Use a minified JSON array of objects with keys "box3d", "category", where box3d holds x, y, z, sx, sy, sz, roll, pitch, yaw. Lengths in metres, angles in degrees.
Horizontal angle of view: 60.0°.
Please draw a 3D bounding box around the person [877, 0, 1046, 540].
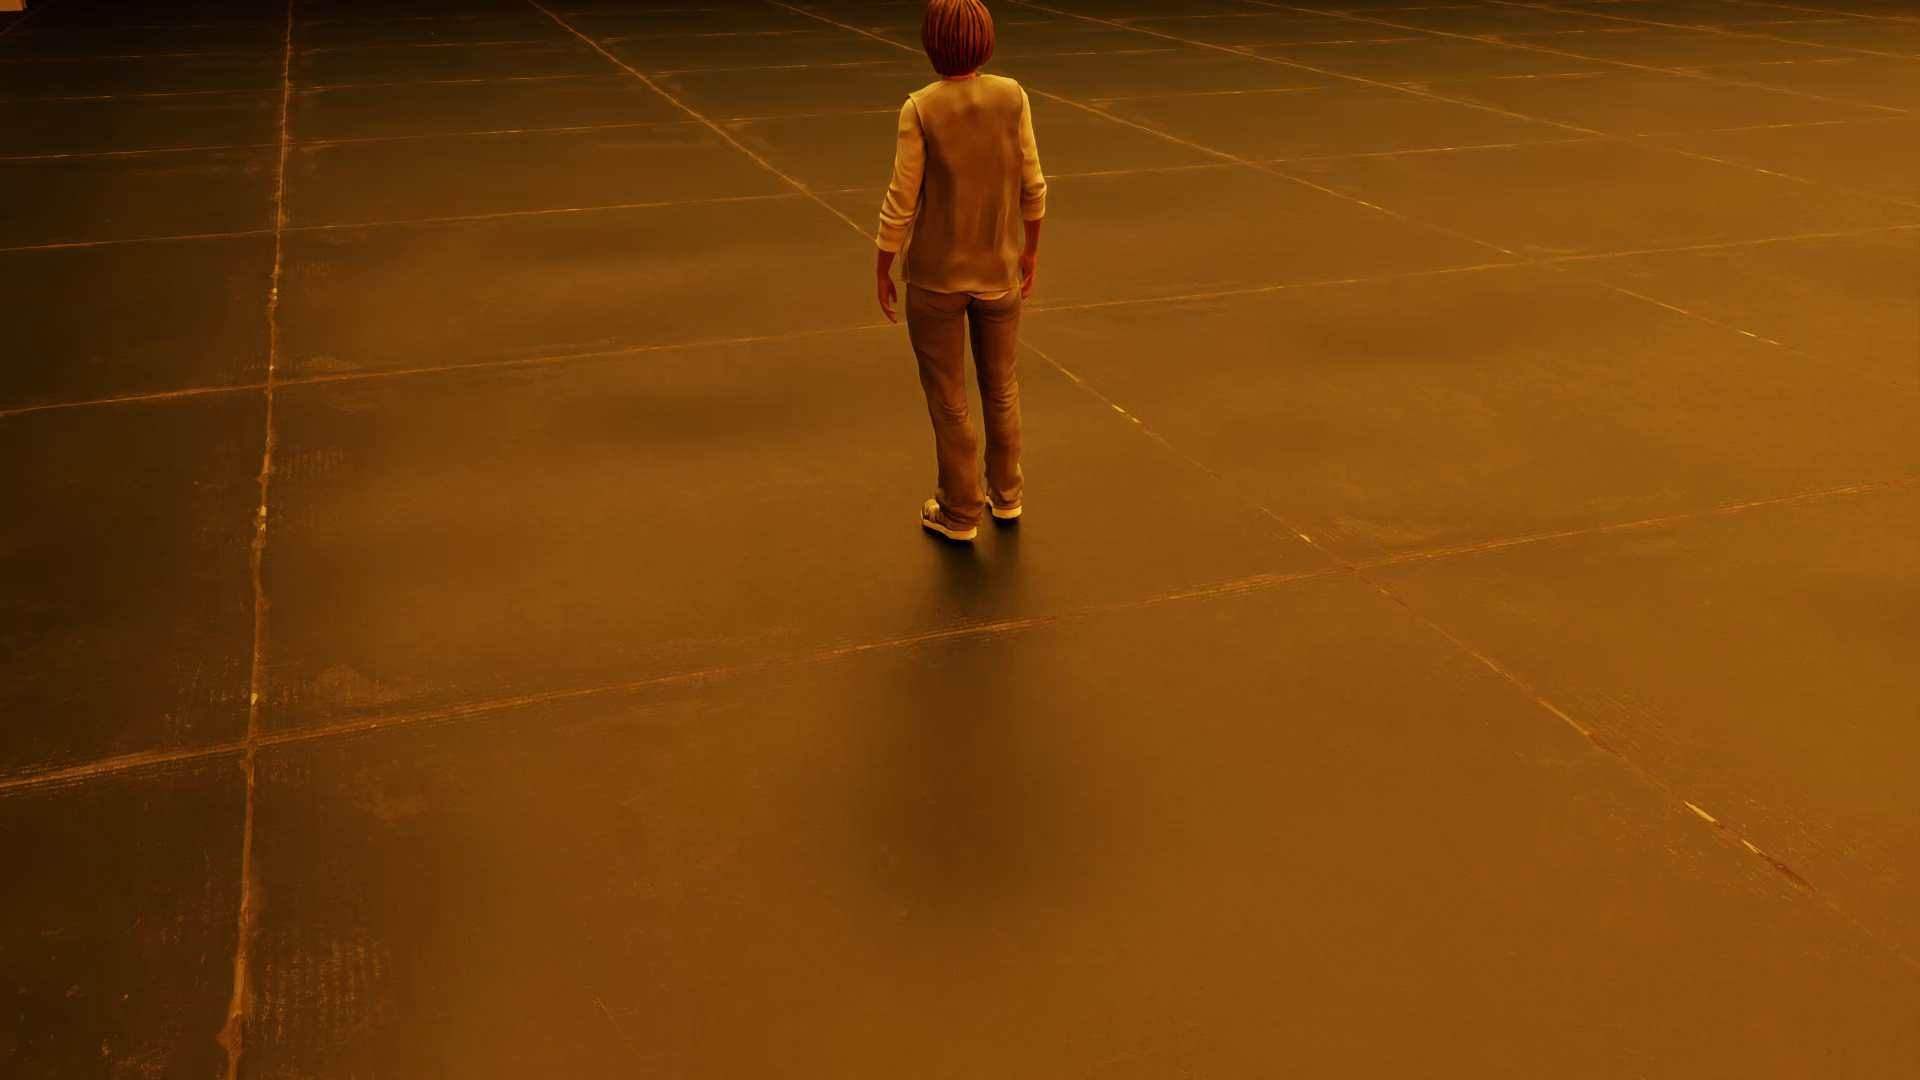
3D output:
[{"box3d":[-0.013,-0.765,4.839,0.521,1.584,0.473,-8,24,-18],"category":"person"}]
